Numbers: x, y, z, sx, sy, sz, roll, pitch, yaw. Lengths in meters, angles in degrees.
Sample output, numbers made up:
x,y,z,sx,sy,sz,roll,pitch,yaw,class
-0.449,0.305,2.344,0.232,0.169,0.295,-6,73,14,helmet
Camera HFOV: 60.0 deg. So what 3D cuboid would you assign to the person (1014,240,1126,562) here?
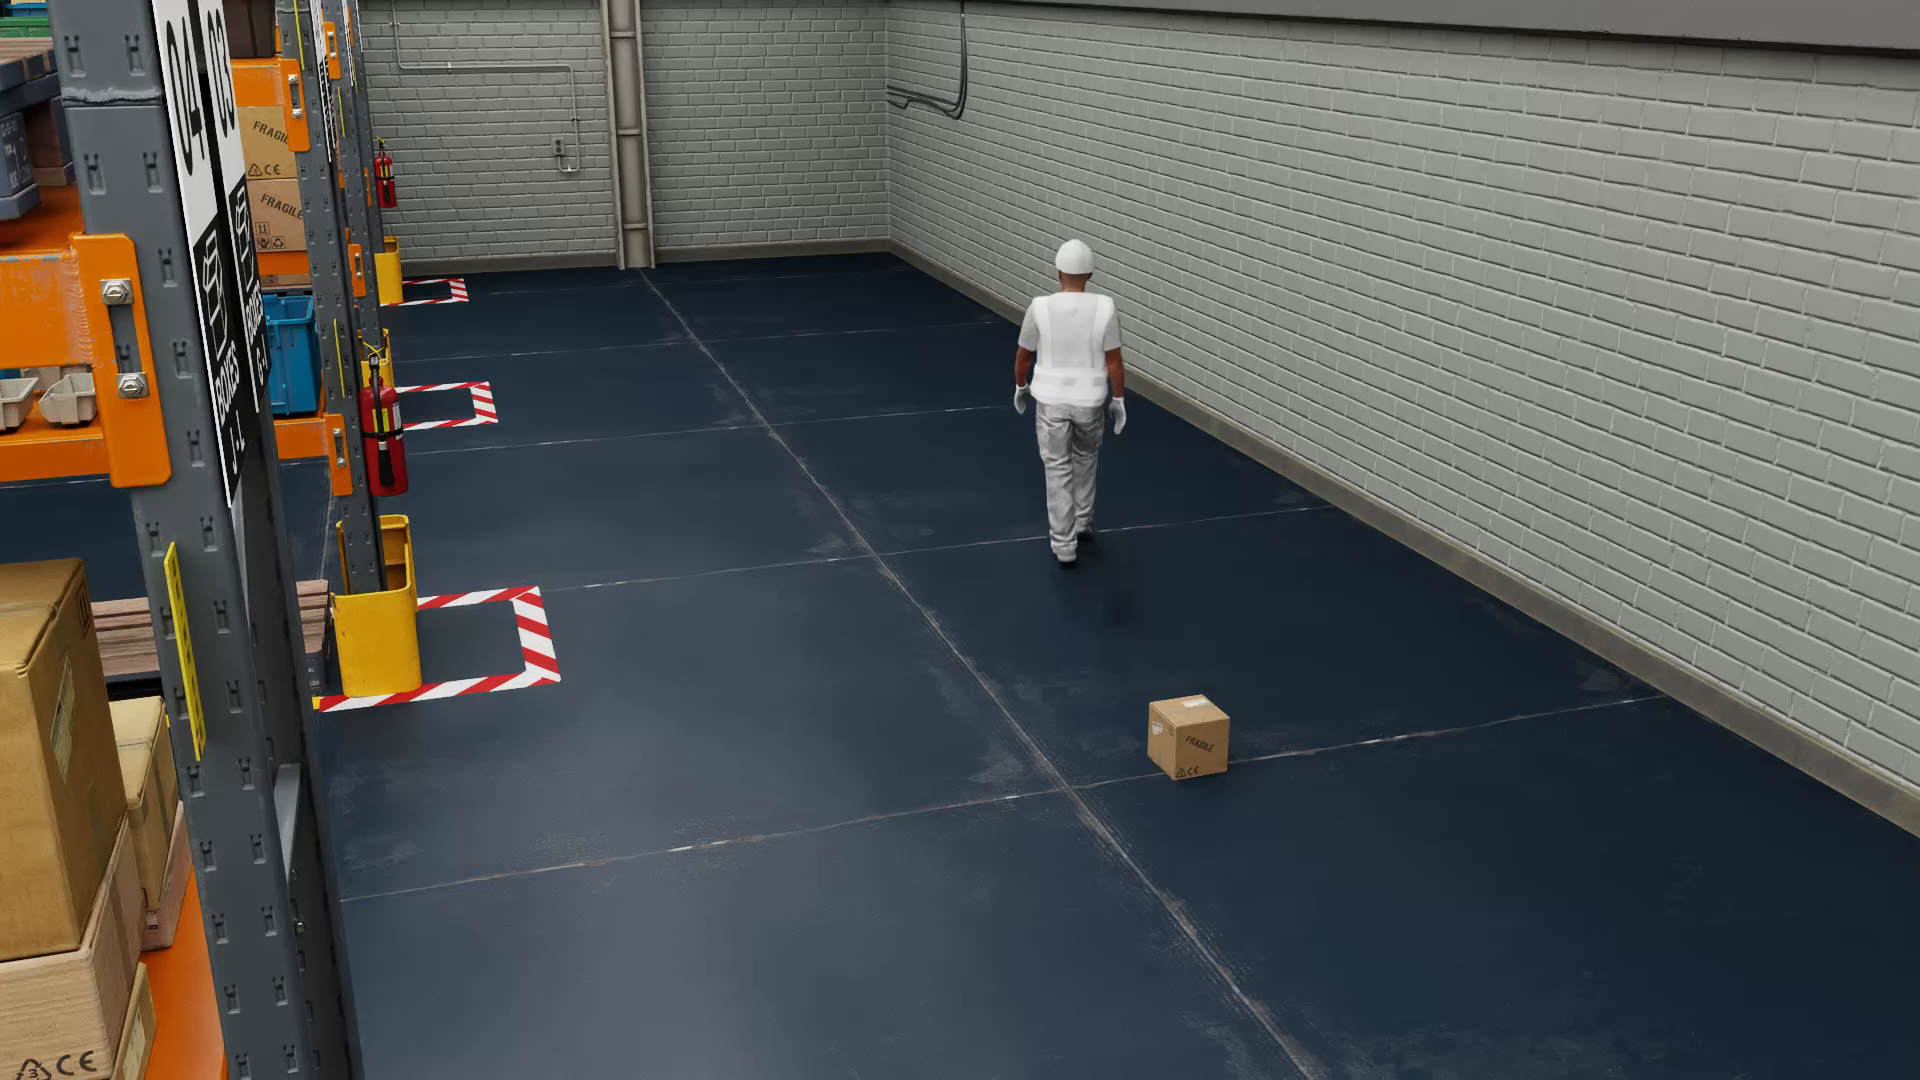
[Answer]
x,y,z,sx,sy,sz,roll,pitch,yaw,class
0.605,-0.789,9.334,0.603,1.818,0.755,-1,19,-4,person
